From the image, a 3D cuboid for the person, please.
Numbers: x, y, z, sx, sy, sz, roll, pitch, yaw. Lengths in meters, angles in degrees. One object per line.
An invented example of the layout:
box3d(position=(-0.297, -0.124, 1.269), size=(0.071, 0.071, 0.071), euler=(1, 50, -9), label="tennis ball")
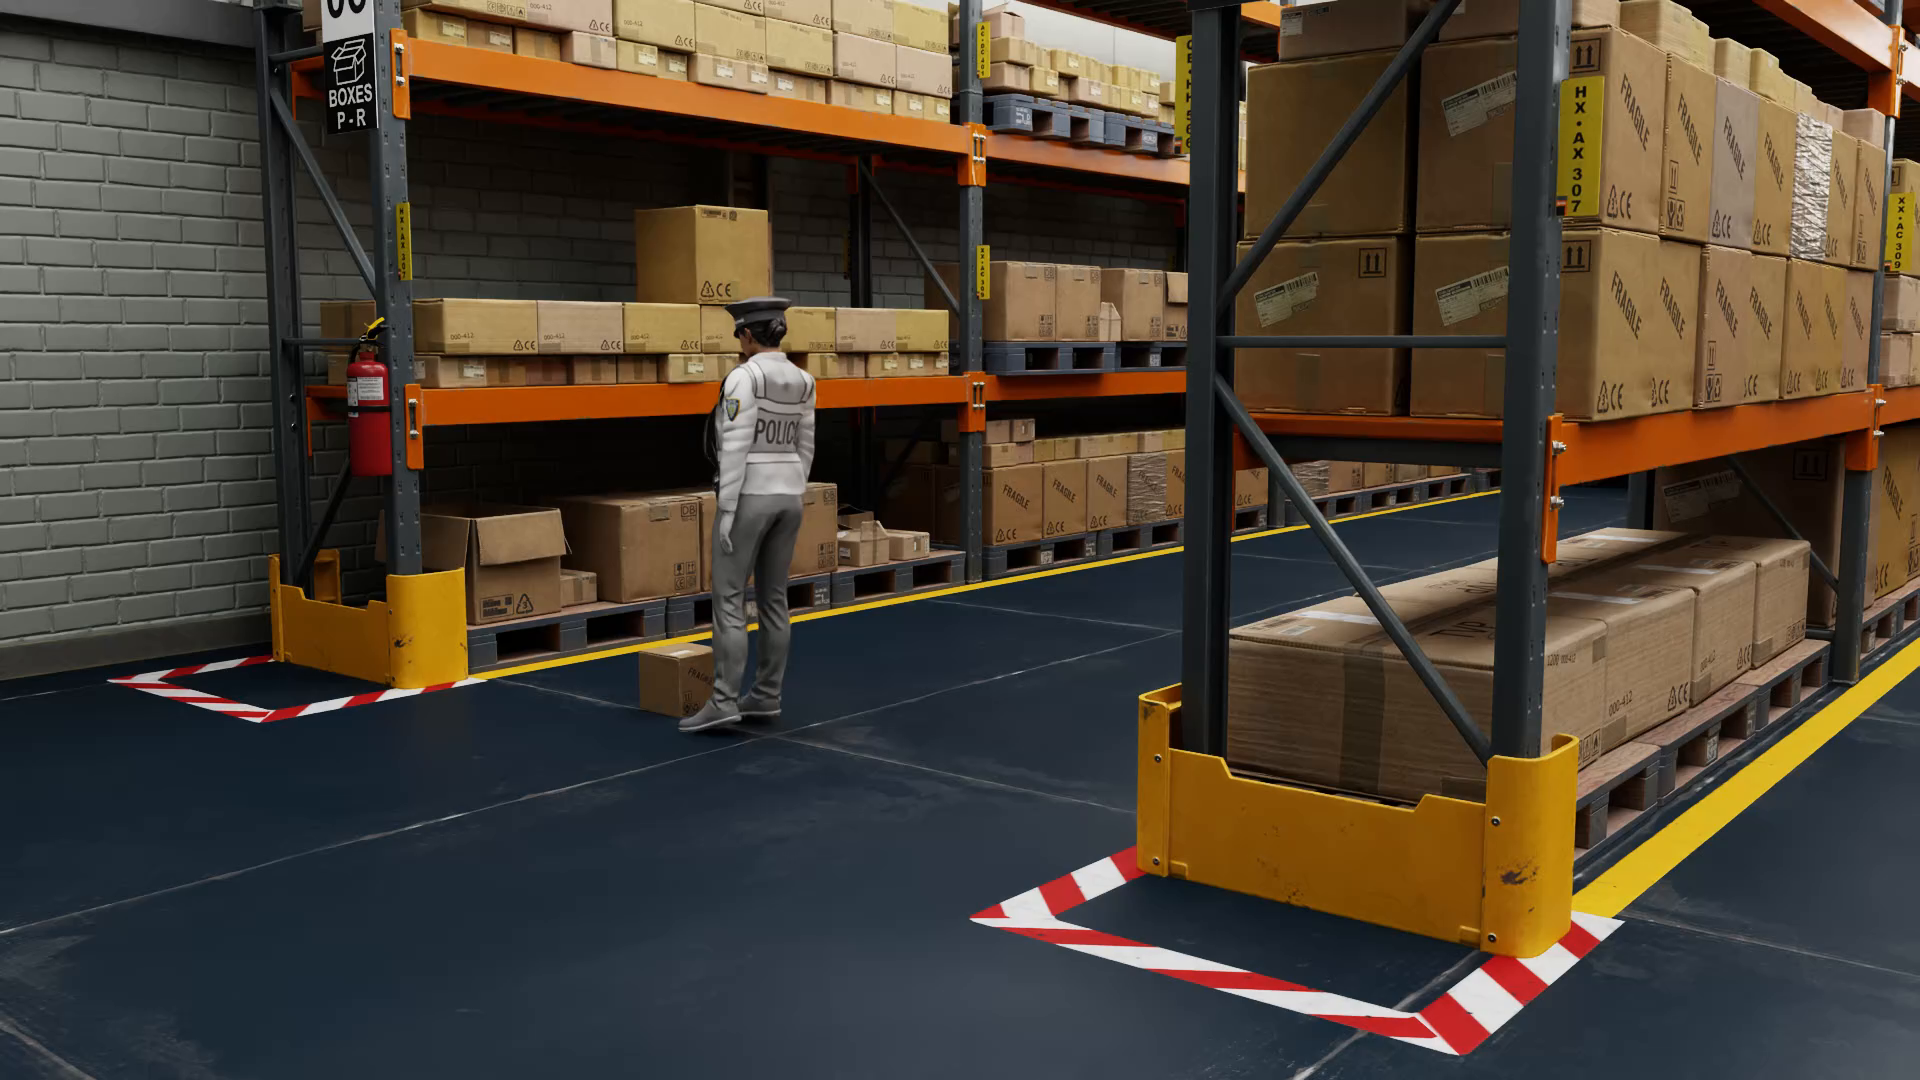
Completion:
box3d(position=(-0.823, -0.098, 6.503), size=(0.413, 1.698, 0.536), euler=(6, 9, 40), label="person")
